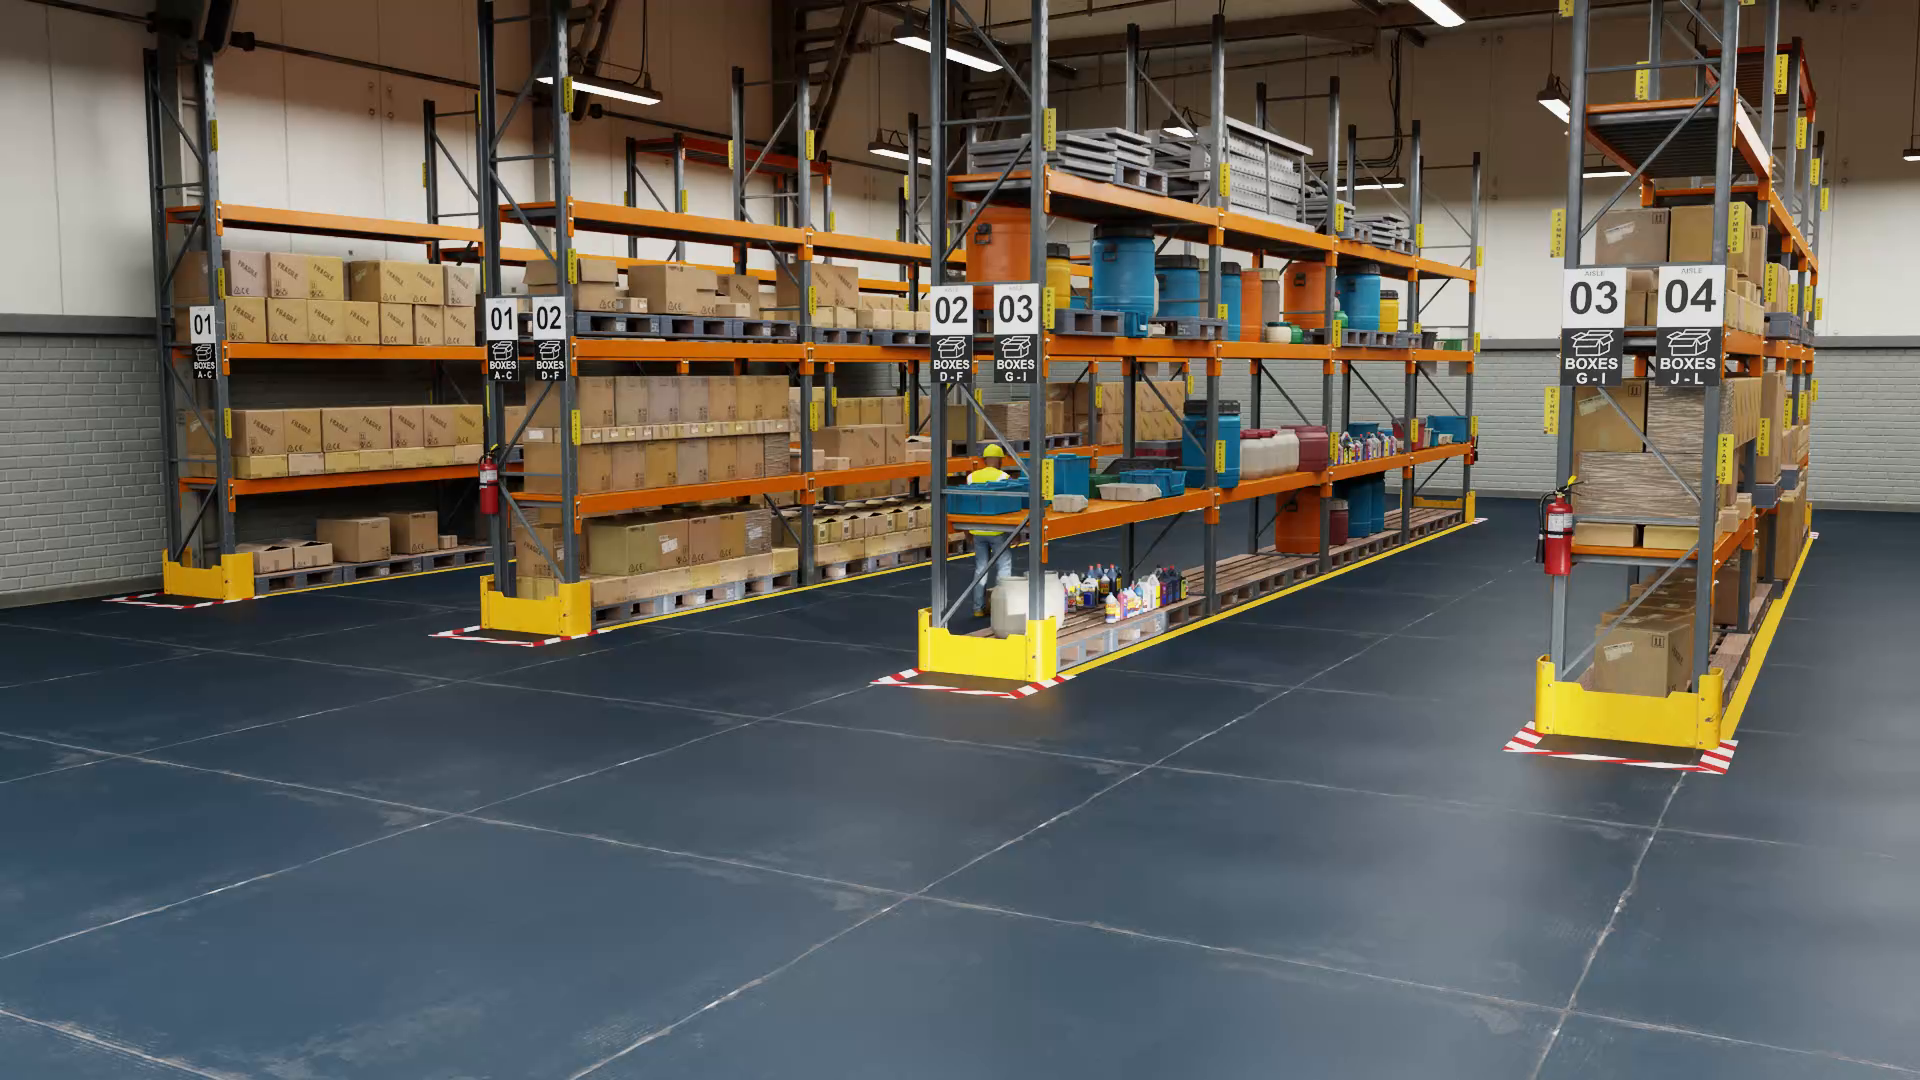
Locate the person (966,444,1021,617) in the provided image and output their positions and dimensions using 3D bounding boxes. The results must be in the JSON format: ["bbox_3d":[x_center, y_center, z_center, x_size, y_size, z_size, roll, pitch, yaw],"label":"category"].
[{"bbox_3d":[0.331,-0.095,16.965,0.628,1.761,0.456,3,7,29],"label":"person"}]
